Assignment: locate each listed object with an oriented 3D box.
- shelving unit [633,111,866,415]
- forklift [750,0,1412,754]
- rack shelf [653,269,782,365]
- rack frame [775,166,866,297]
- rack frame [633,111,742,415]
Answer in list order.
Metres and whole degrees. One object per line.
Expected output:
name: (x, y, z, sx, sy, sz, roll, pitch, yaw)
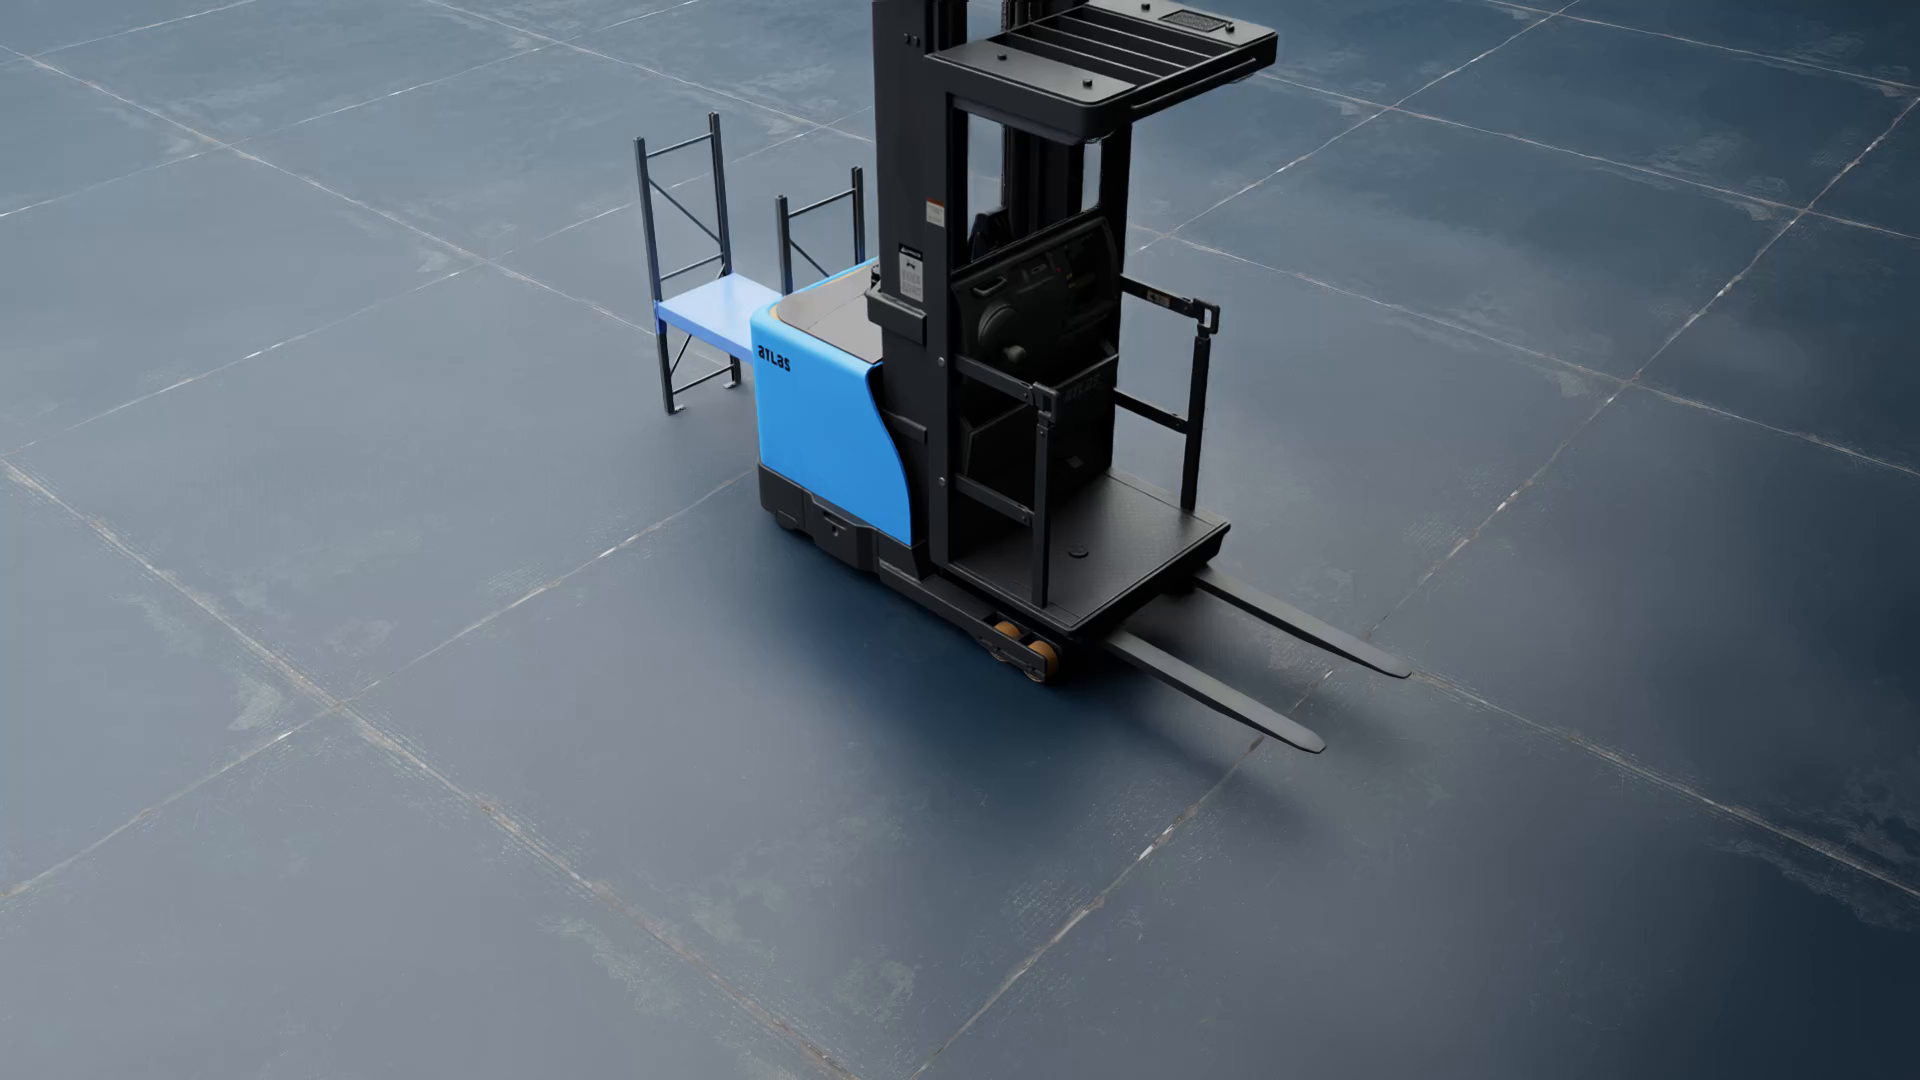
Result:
shelving unit: (-0.996, -1.181, 8.144, 1.048, 1.500, 0.538, 28, 43, 35)
forklift: (0.469, -0.956, 6.553, 3.031, 2.935, 1.130, 28, 43, 35)
rack shelf: (-0.996, -1.032, 8.246, 1.000, 0.185, 0.538, 28, 43, 35)
rack frame: (-0.628, -0.982, 7.856, 0.032, 1.500, 0.500, 28, 43, 35)
rack frame: (-1.364, -1.379, 8.433, 0.032, 1.500, 0.500, 28, 43, 35)
